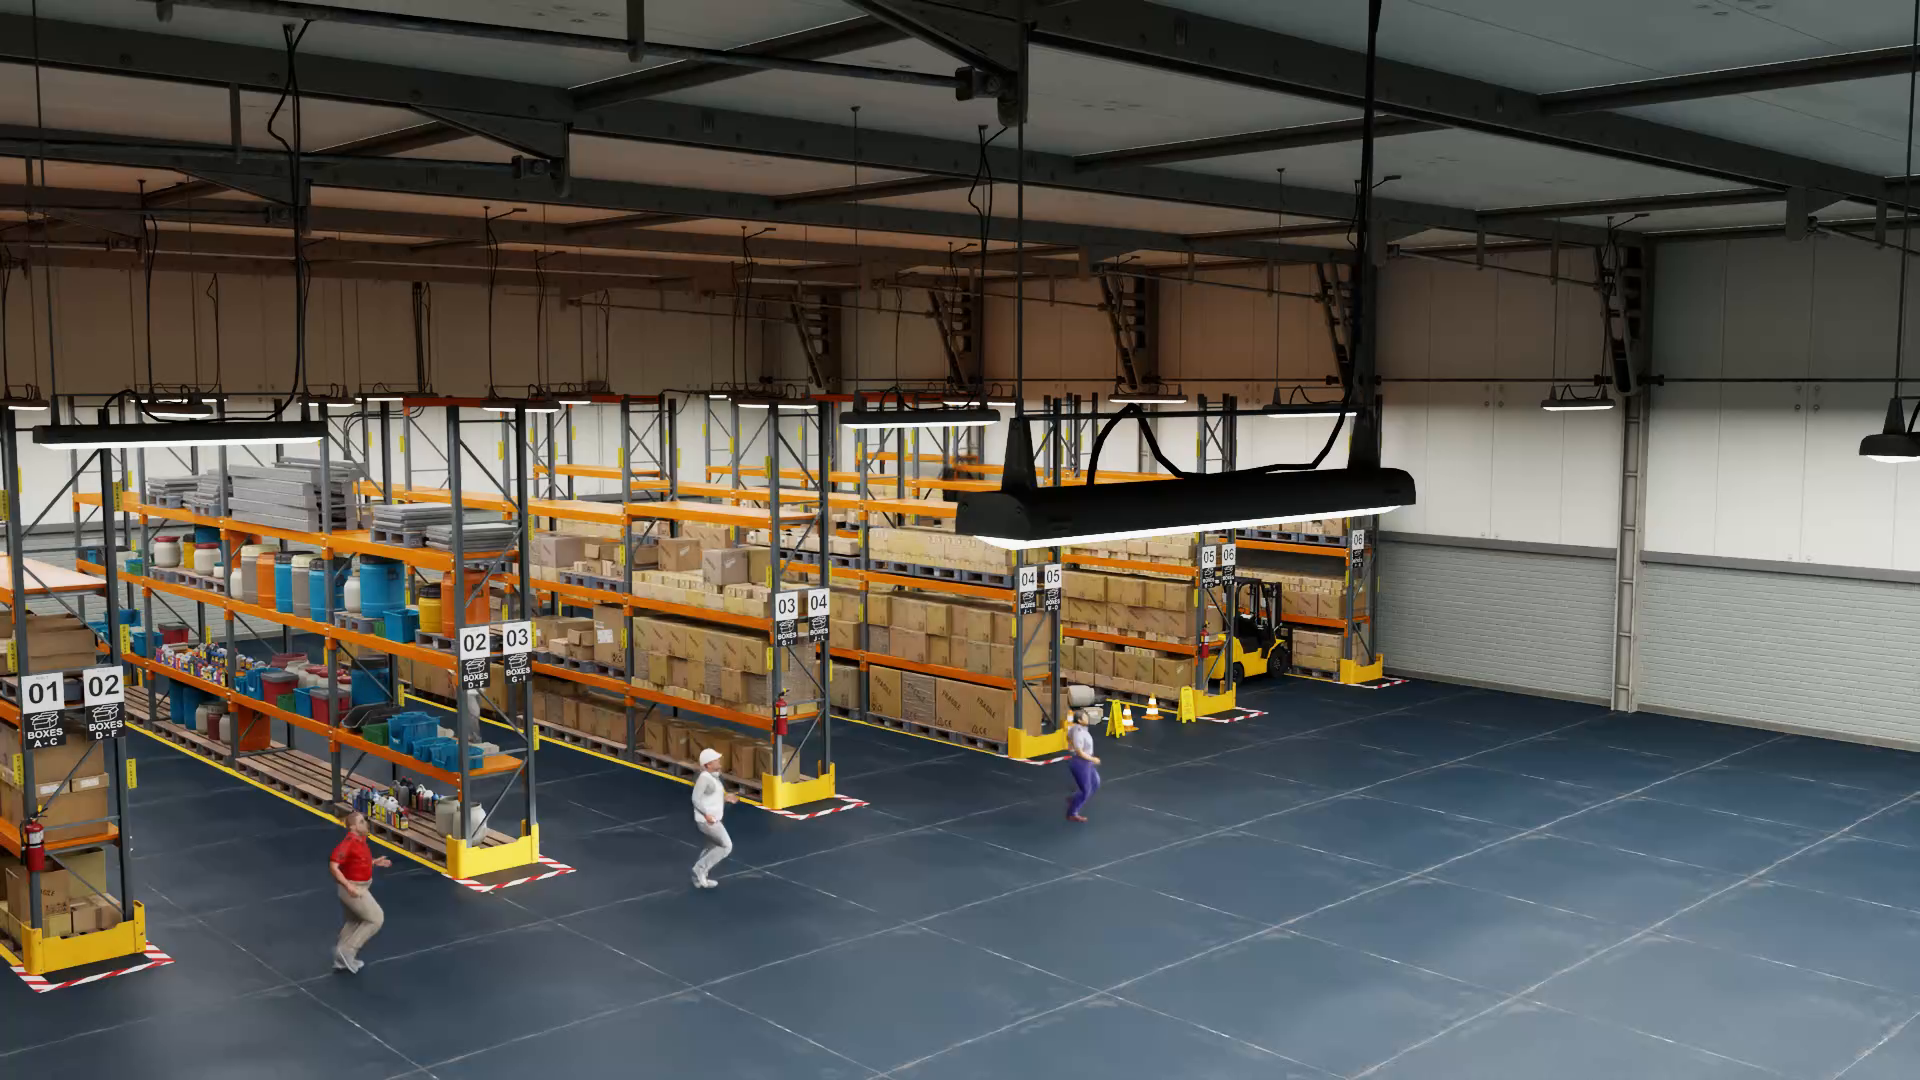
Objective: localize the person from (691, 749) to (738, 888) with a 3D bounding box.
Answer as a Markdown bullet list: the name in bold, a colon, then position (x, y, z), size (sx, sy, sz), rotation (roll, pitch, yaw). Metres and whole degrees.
- **person**: position (-3.058, 3.458, 20.744), size (0.584, 1.741, 0.645), rotation (-1, 6, -8)

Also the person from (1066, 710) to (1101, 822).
- **person**: position (1.773, 3.229, 23.893), size (0.508, 1.609, 0.616), rotation (0, 6, 1)

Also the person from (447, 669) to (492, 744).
- **person**: position (-8.395, 2.663, 28.672), size (0.879, 1.803, 0.682), rotation (4, 7, 38)

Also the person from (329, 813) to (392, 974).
- **person**: position (-6.427, 3.763, 17.851), size (0.640, 1.711, 0.638), rotation (-2, 6, -19)
